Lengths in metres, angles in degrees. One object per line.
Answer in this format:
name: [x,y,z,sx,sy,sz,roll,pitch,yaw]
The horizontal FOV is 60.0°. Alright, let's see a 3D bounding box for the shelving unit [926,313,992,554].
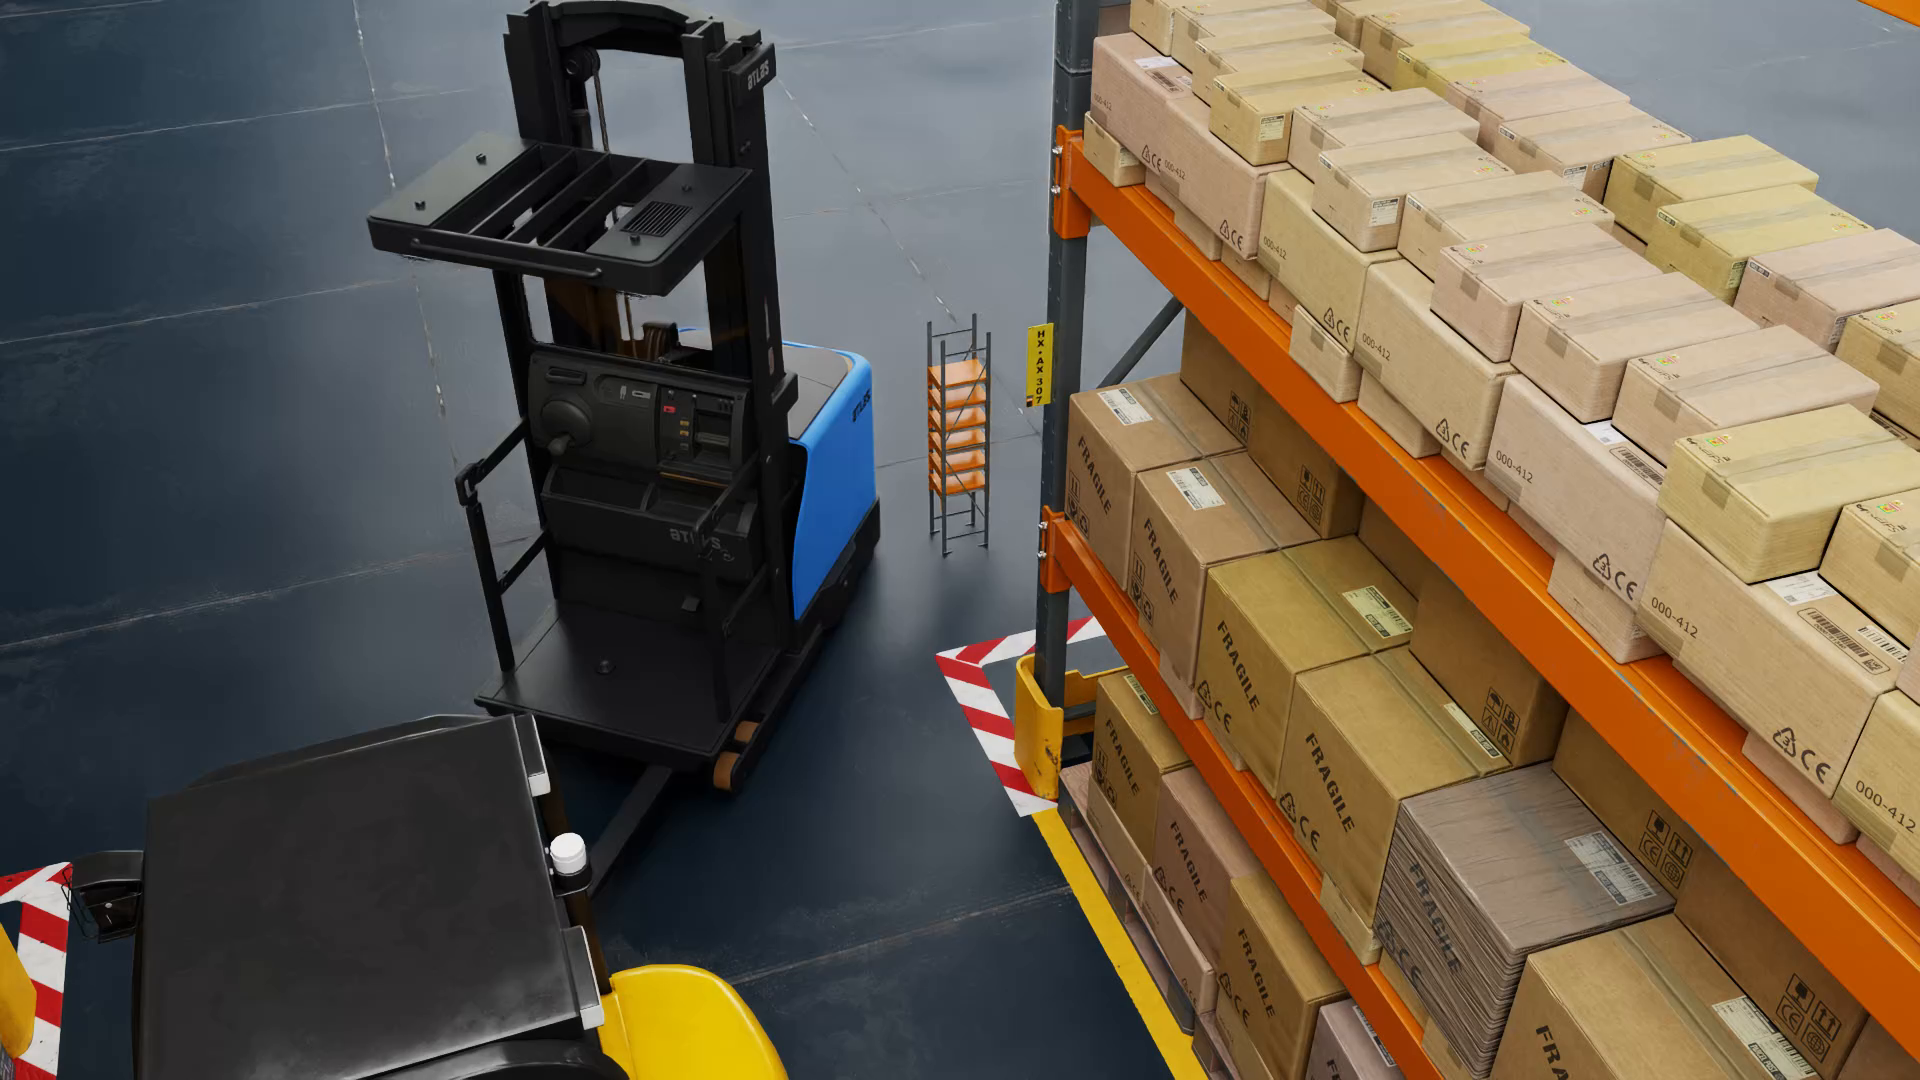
shelving unit: [-0.005,-0.487,7.900,0.258,1.200,0.189,-12,39,-16]

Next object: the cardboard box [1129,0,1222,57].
cardboard box: [0.723,-1.553,4.872,0.380,0.149,0.250,-13,39,-16]

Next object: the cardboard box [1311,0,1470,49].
cardboard box: [1.239,-1.513,4.818,0.380,0.149,0.250,-12,39,-15]

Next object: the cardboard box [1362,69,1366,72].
cardboard box: [1.221,-1.404,5.005,0.500,0.250,0.500,-13,39,-17]

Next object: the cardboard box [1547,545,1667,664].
cardboard box: [1.433,0.083,3.363,0.380,0.149,0.250,-11,38,-15]

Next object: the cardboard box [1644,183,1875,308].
cardboard box: [1.754,-0.643,3.664,0.380,0.149,0.250,-12,39,-15]

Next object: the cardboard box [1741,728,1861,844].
cardboard box: [1.659,0.367,2.986,0.380,0.149,0.250,-12,39,-15]

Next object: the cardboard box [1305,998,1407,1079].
cardboard box: [1.360,1.657,4.870,0.500,0.500,0.500,-10,38,-14]

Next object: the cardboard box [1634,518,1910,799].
cardboard box: [1.589,0.144,2.950,0.500,0.250,0.500,-13,39,-17]

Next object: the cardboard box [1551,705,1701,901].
cardboard box: [1.918,0.446,4.004,0.700,0.500,0.500,-13,39,-17]

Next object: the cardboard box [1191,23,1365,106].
cardboard box: [0.853,-1.260,4.483,0.380,0.149,0.250,-12,39,-16]

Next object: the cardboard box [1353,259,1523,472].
cardboard box: [1.238,-0.431,3.713,0.500,0.250,0.500,-12,39,-15]

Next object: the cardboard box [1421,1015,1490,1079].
cardboard box: [1.419,1.288,4.255,0.380,0.149,0.250,-13,39,-17]

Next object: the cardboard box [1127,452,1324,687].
cardboard box: [0.876,0.078,5.322,0.500,0.500,0.500,-11,38,-15]

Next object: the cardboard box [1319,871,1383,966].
cardboard box: [1.237,1.000,4.638,0.380,0.149,0.250,-12,39,-16]

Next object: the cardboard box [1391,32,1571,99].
cardboard box: [1.382,-1.218,4.427,0.380,0.149,0.250,-12,39,-16]

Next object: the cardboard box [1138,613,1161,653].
cardboard box: [0.830,0.262,5.618,0.380,0.149,0.250,-14,39,-17]

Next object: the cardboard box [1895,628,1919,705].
cardboard box: [1.693,0.199,2.546,0.380,0.149,0.250,-13,39,-17]

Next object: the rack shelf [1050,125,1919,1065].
rack shelf: [1.481,-0.161,4.075,1.077,0.370,4.000,-12,39,-16]

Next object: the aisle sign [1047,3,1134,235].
aisle sign: [0.480,-1.389,5.440,0.394,0.787,0.004,-12,39,-16]

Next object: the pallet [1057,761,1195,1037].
pallet: [1.065,1.243,6.424,1.003,0.211,1.213,-12,39,-16]

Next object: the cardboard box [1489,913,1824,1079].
cardboard box: [1.599,1.232,3.791,0.500,0.500,0.500,-11,38,-14]

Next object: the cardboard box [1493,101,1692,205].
cardboard box: [1.525,-0.925,4.038,0.380,0.149,0.250,-14,39,-17]

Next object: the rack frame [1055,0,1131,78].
rack frame: [0.792,-2.776,4.456,1.000,3.000,0.127,-12,39,-16]

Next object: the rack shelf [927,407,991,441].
rack shelf: [-0.005,-0.548,7.854,0.258,0.103,0.180,-12,39,-16]

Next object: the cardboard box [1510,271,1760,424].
cardboard box: [1.345,-0.389,3.327,0.380,0.149,0.250,-12,39,-15]

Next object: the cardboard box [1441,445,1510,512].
cardboard box: [1.331,-0.226,3.773,0.380,0.149,0.250,-13,39,-16]

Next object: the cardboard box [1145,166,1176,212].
cardboard box: [0.776,-1.093,4.924,0.380,0.149,0.250,-14,39,-17]

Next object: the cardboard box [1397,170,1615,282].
cardboard box: [1.217,-0.687,3.722,0.380,0.149,0.250,-12,39,-15]

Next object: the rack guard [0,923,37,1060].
rack guard: [-3.875,1.635,5.664,1.175,0.500,0.348,-12,39,-16]

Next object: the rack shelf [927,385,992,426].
rack shelf: [-0.005,-0.644,7.782,0.258,0.103,0.180,-12,39,-16]

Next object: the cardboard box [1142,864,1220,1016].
cardboard box: [0.979,1.354,5.896,0.500,0.250,0.500,-11,38,-14]

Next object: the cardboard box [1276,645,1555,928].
cardboard box: [1.235,0.652,4.562,0.500,0.500,0.500,-13,39,-17]

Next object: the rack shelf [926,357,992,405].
rack shelf: [-0.005,-0.739,7.710,0.258,0.103,0.180,-12,39,-16]

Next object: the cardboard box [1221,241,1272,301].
cardboard box: [0.943,-0.802,4.537,0.380,0.149,0.250,-13,39,-16]

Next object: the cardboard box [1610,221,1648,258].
cardboard box: [1.752,-0.542,3.861,0.500,0.250,0.500,-12,39,-16]

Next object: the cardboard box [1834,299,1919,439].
cardboard box: [1.969,-0.358,3.284,0.380,0.149,0.250,-14,39,-17]

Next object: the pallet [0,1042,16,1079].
pallet: [-3.564,2.187,5.171,1.003,0.211,1.213,-12,39,-16]

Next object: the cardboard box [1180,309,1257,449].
cardboard box: [1.173,-0.695,5.518,0.700,0.500,0.500,-13,39,-17]

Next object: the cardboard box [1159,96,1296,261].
cardboard box: [0.879,-1.011,4.484,0.500,0.250,0.500,-13,39,-17]

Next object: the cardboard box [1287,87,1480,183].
cardboard box: [1.044,-0.983,4.115,0.380,0.149,0.250,-13,39,-16]

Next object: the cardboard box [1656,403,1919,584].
cardboard box: [1.475,-0.086,2.924,0.380,0.149,0.250,-11,38,-15]

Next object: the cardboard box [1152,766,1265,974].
cardboard box: [1.003,1.072,5.647,0.500,0.500,0.500,-14,39,-18]

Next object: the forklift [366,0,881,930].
forklift: [-1.335,-0.408,6.356,1.130,2.935,3.031,11,38,14]

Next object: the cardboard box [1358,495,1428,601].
cardboard box: [1.612,-0.140,4.782,0.700,0.500,0.500,-13,39,-16]

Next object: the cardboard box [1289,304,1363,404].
cardboard box: [1.050,-0.494,4.128,0.380,0.149,0.250,-12,39,-15]

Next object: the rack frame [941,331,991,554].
rack frame: [0.026,-0.436,7.831,0.240,1.200,0.006,-12,39,-16]

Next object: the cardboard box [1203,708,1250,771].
cardboard box: [0.995,0.554,5.231,0.380,0.149,0.250,-11,38,-15]

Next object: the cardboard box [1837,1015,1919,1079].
cardboard box: [2.221,1.028,3.230,0.700,0.500,0.500,-13,39,-16]
